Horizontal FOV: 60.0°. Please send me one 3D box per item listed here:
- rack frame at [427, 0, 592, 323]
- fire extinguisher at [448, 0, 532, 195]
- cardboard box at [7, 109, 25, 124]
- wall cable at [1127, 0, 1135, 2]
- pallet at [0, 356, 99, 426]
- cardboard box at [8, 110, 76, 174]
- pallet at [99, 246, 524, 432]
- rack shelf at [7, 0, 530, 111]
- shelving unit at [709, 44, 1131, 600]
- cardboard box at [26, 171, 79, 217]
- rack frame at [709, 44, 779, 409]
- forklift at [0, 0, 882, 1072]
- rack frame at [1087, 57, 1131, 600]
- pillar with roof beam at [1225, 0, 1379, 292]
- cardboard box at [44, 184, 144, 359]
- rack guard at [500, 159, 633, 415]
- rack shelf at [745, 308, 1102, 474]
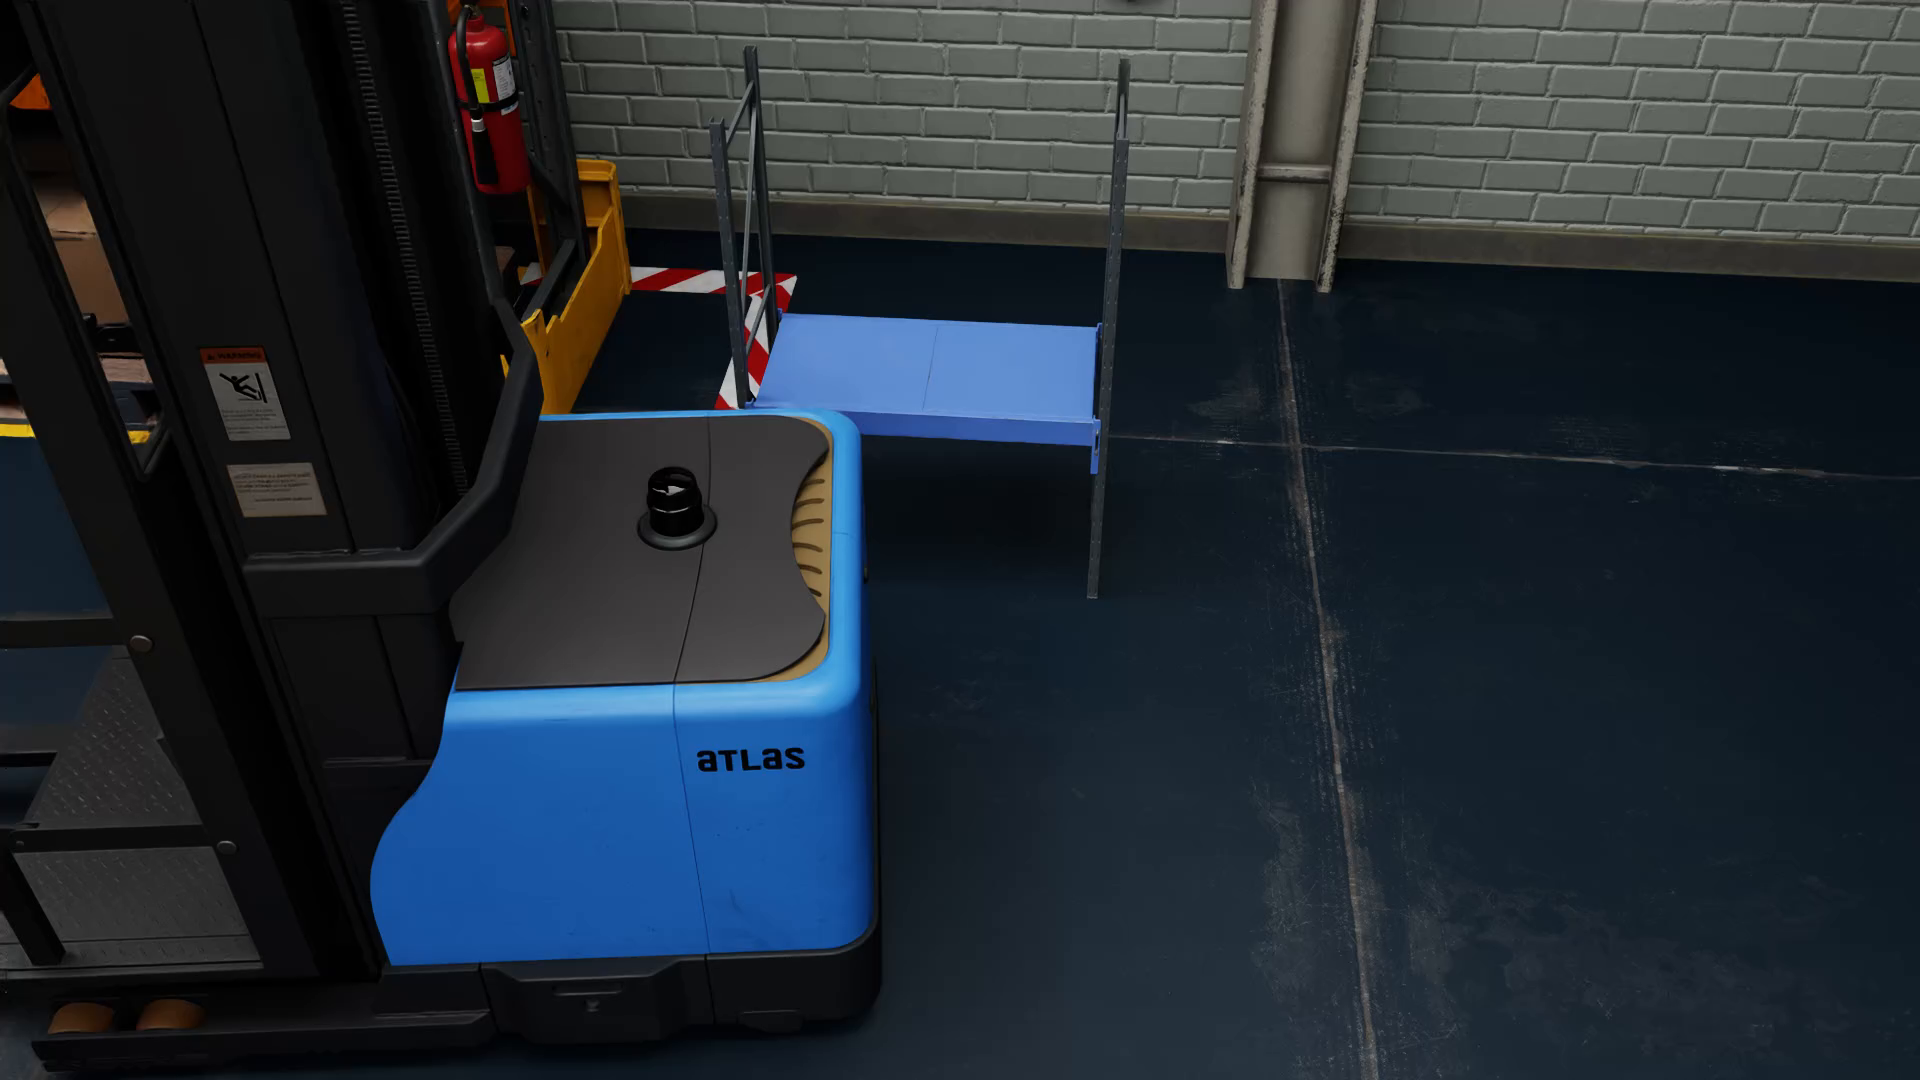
[{"bbox_3d":[-1.512,-1.831,5.123,0.127,3.000,1.000,3,39,4],"label":"rack frame"},{"bbox_3d":[-1.402,-1.357,4.898,0.183,0.674,0.296,3,39,4],"label":"fire extinguisher"},{"bbox_3d":[-3.340,-1.438,5.774,0.250,0.149,0.380,4,39,4],"label":"cardboard box"},{"bbox_3d":[-0.155,-2.750,5.447,1.851,1.984,0.084,3,39,4],"label":"wall cable"},{"bbox_3d":[-3.528,-0.811,6.080,1.213,0.211,1.003,3,39,4],"label":"pallet"},{"bbox_3d":[-3.084,-1.424,5.757,0.250,0.149,0.380,4,39,4],"label":"cardboard box"},{"bbox_3d":[-2.316,-0.743,5.996,1.213,0.211,1.003,3,39,4],"label":"pallet"},{"bbox_3d":[-3.505,-1.660,5.484,4.000,0.370,1.077,3,39,4],"label":"rack shelf"},{"bbox_3d":[-0.085,-0.586,4.782,1.048,1.500,0.538,3,39,4],"label":"shelving unit"},{"bbox_3d":[-3.218,-1.053,5.815,0.500,0.500,0.700,2,39,2],"label":"cardboard box"},{"bbox_3d":[-0.591,-0.614,4.816,0.032,1.500,0.500,3,39,4],"label":"rack frame"},{"bbox_3d":[-1.715,-0.277,3.269,3.031,2.935,1.130,-2,39,-2],"label":"forklift"},{"bbox_3d":[0.421,-0.559,4.748,0.032,1.500,0.500,3,39,4],"label":"rack frame"},{"bbox_3d":[0.881,-1.847,0.390,0.400,9.000,9.100,3,39,4],"label":"pillar with roof beam"},{"bbox_3d":[-2.717,-1.026,5.782,0.500,0.500,0.700,3,39,4],"label":"cardboard box"},{"bbox_3d":[-1.488,-0.860,5.910,0.348,0.500,1.175,3,39,4],"label":"rack guard"},{"bbox_3d":[-0.085,-0.447,4.896,1.000,0.185,0.538,3,39,4],"label":"rack shelf"}]
